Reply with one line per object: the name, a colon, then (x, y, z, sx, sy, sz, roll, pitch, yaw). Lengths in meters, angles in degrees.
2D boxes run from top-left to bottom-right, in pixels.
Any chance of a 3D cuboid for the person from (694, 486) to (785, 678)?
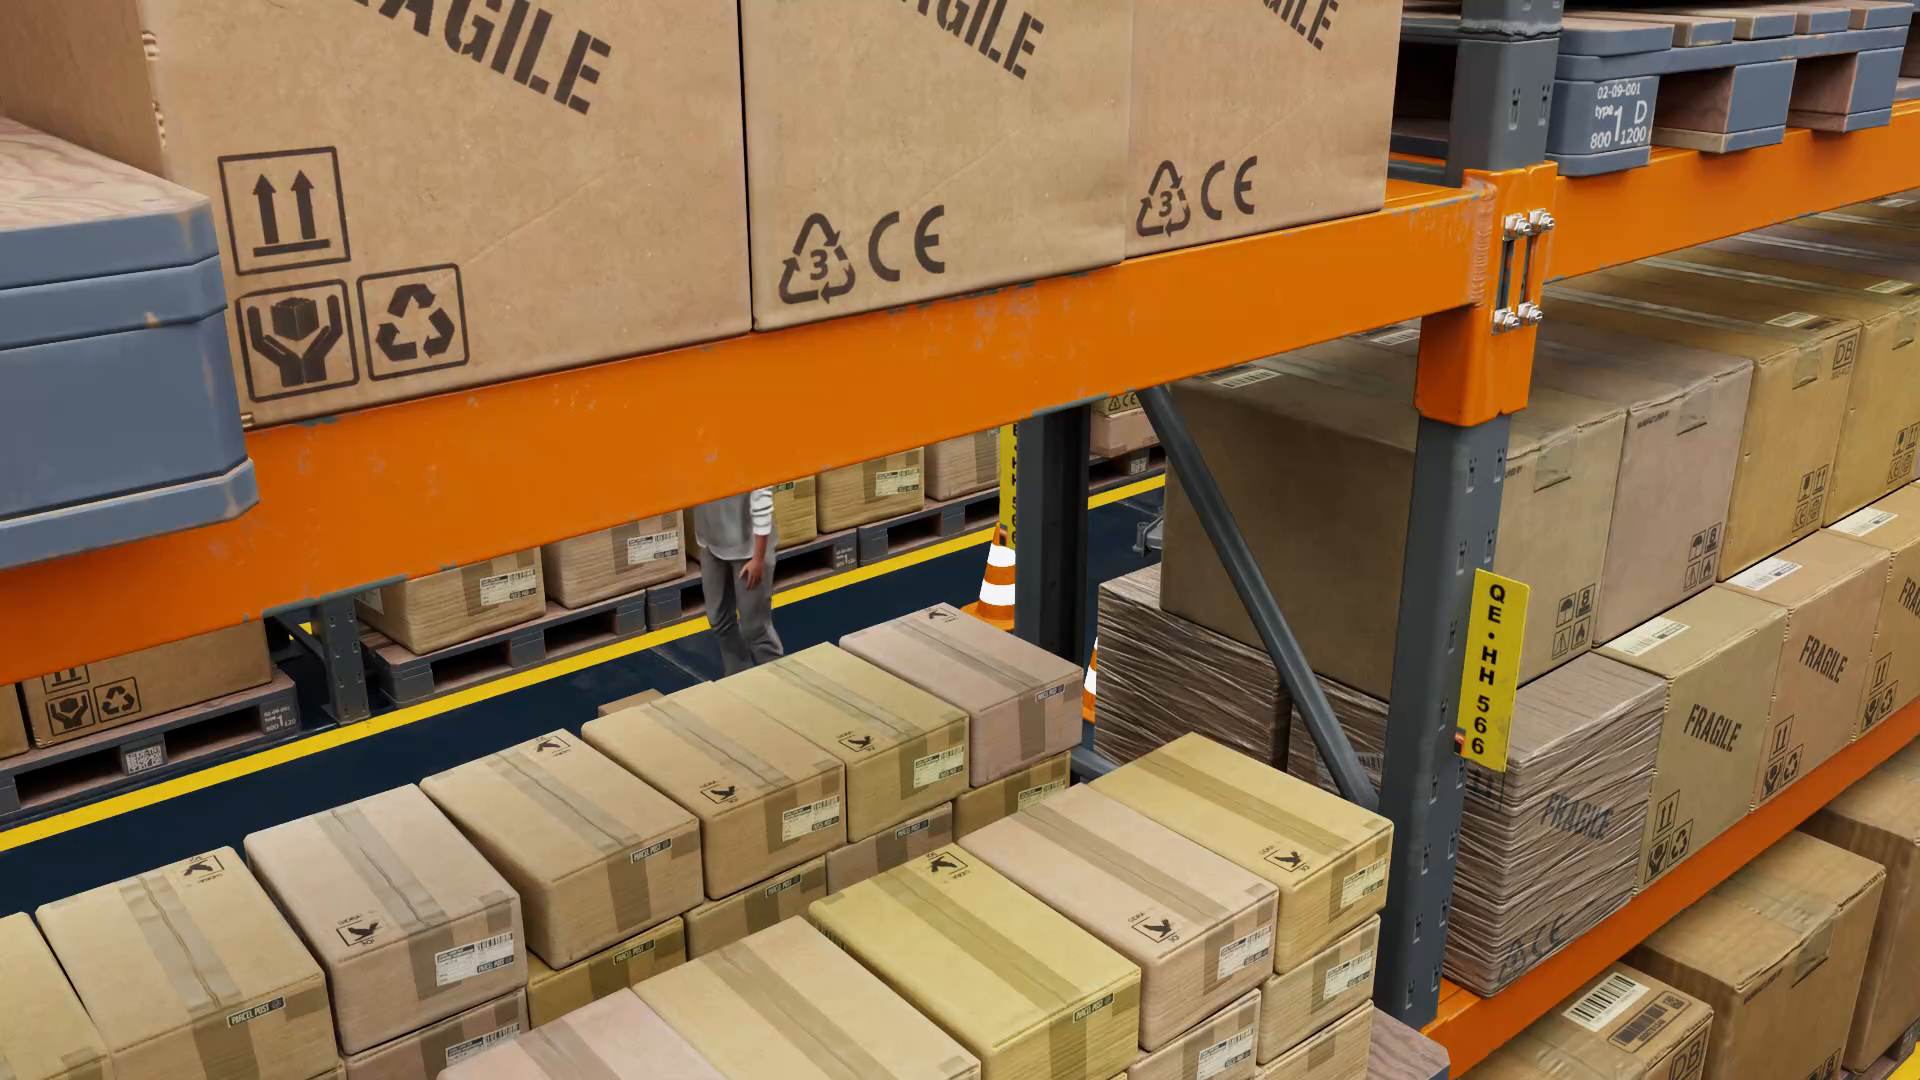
person: (-0.861, 0.049, 6.523, 0.341, 1.634, 0.407, -17, 27, -36)
